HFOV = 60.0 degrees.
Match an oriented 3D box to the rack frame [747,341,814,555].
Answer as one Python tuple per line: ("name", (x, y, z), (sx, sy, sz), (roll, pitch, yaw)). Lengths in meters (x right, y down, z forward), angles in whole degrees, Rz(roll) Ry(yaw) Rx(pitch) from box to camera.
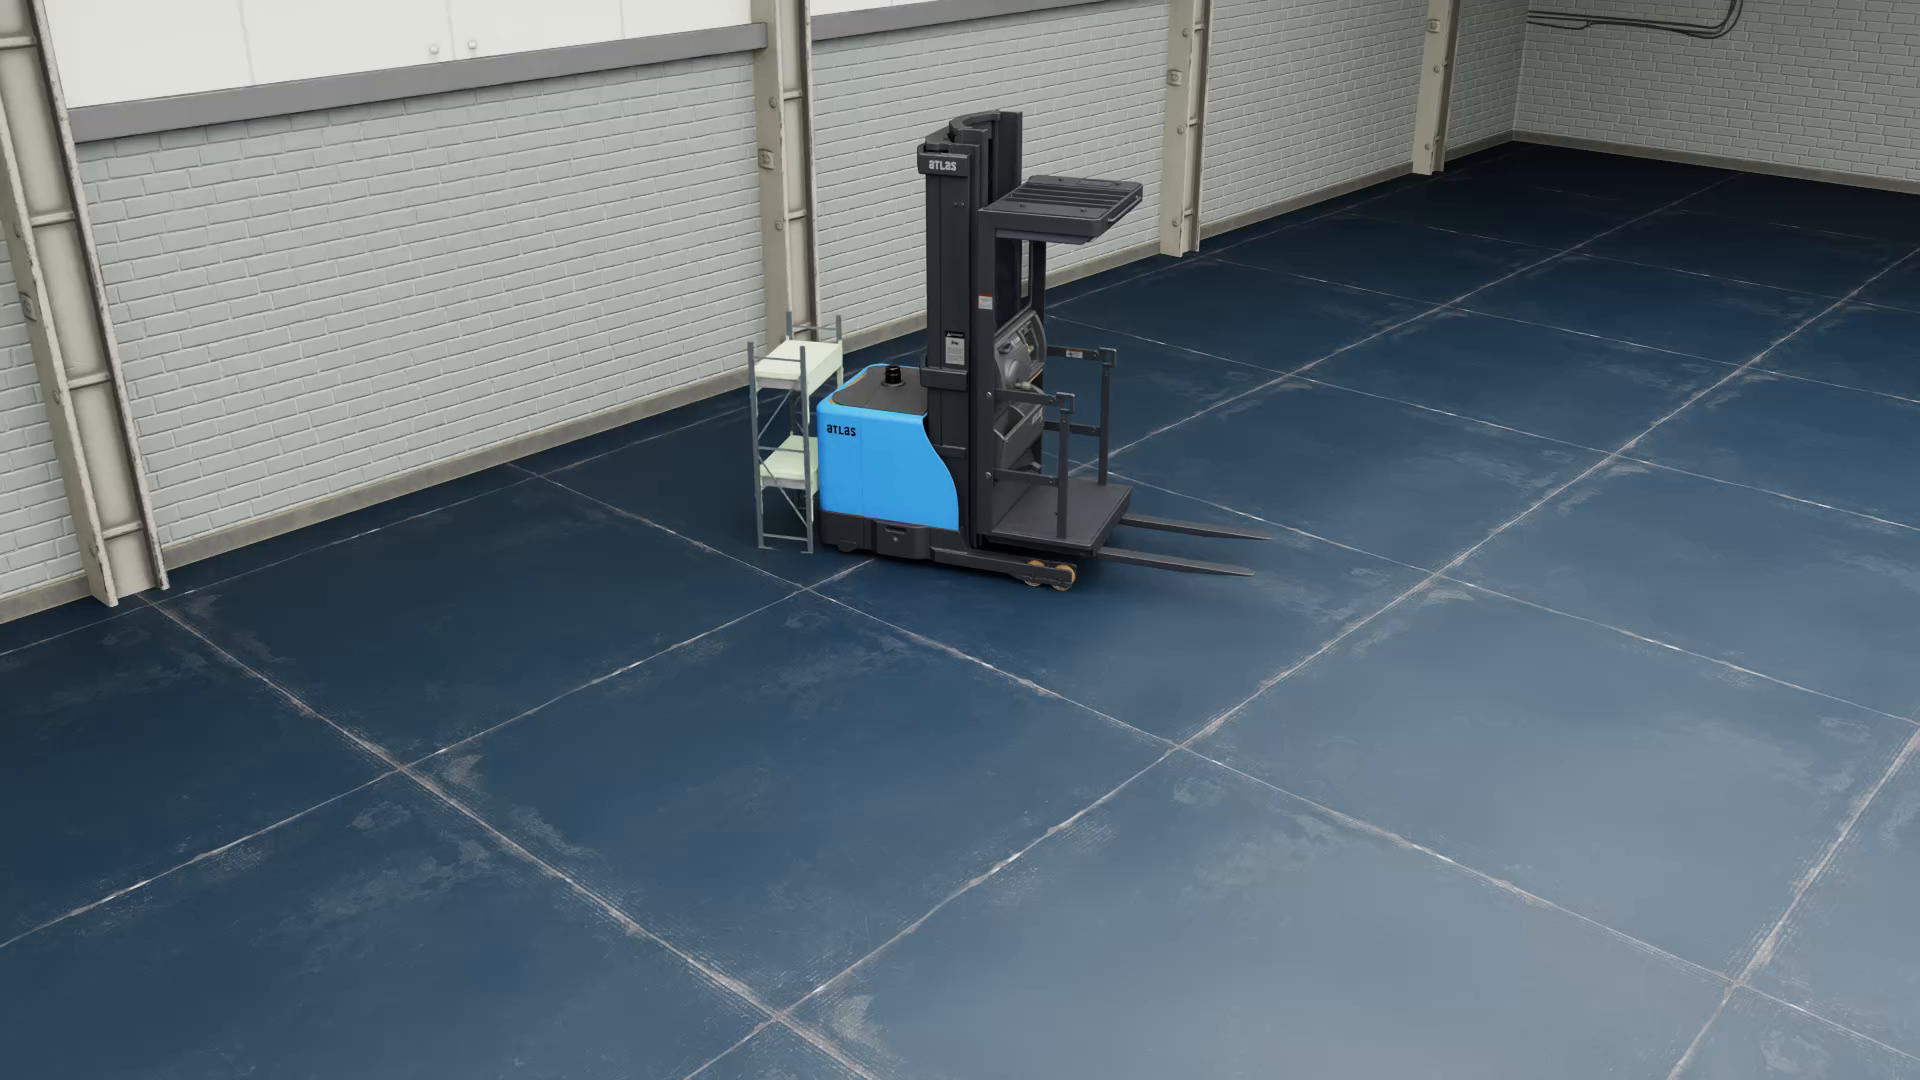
("rack frame", (-1.212, -0.609, 11.275), (0.400, 1.500, 0.023), (6, 25, 14))

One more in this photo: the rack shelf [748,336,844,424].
("rack shelf", (-1.118, -1.110, 11.438), (0.431, 0.370, 0.720), (6, 25, 14))

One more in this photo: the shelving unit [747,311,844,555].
("shelving unit", (-1.118, -0.753, 11.597), (0.431, 1.500, 0.755), (6, 25, 14))

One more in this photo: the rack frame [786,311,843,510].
("rack frame", (-1.023, -0.898, 11.920), (0.400, 1.500, 0.023), (6, 25, 14))

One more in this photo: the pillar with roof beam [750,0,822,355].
("pillar with roof beam", (1.718, -4.425, 10.621), (9.100, 9.000, 0.400), (20, 31, 38))

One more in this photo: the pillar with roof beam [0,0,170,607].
("pillar with roof beam", (-2.287, -2.597, 6.544), (9.100, 9.000, 0.400), (20, 31, 38))

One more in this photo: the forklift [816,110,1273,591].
("forklift", (0.587, -1.249, 10.953), (3.031, 2.935, 1.130), (9, 26, 18))

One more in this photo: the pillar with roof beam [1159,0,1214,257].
("pillar with roof beam", (5.722, -6.253, 14.698), (9.100, 9.000, 0.400), (20, 31, 38))

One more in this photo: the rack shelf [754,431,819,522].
("rack shelf", (-1.118, -0.456, 11.731), (0.431, 0.370, 0.720), (6, 25, 14))

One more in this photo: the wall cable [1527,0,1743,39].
("wall cable", (9.472, -8.377, 23.229), (3.097, 2.526, 0.112), (20, 31, 38))

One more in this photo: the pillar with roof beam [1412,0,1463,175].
("pillar with roof beam", (9.727, -8.082, 18.775), (9.100, 9.000, 0.400), (20, 31, 38))
